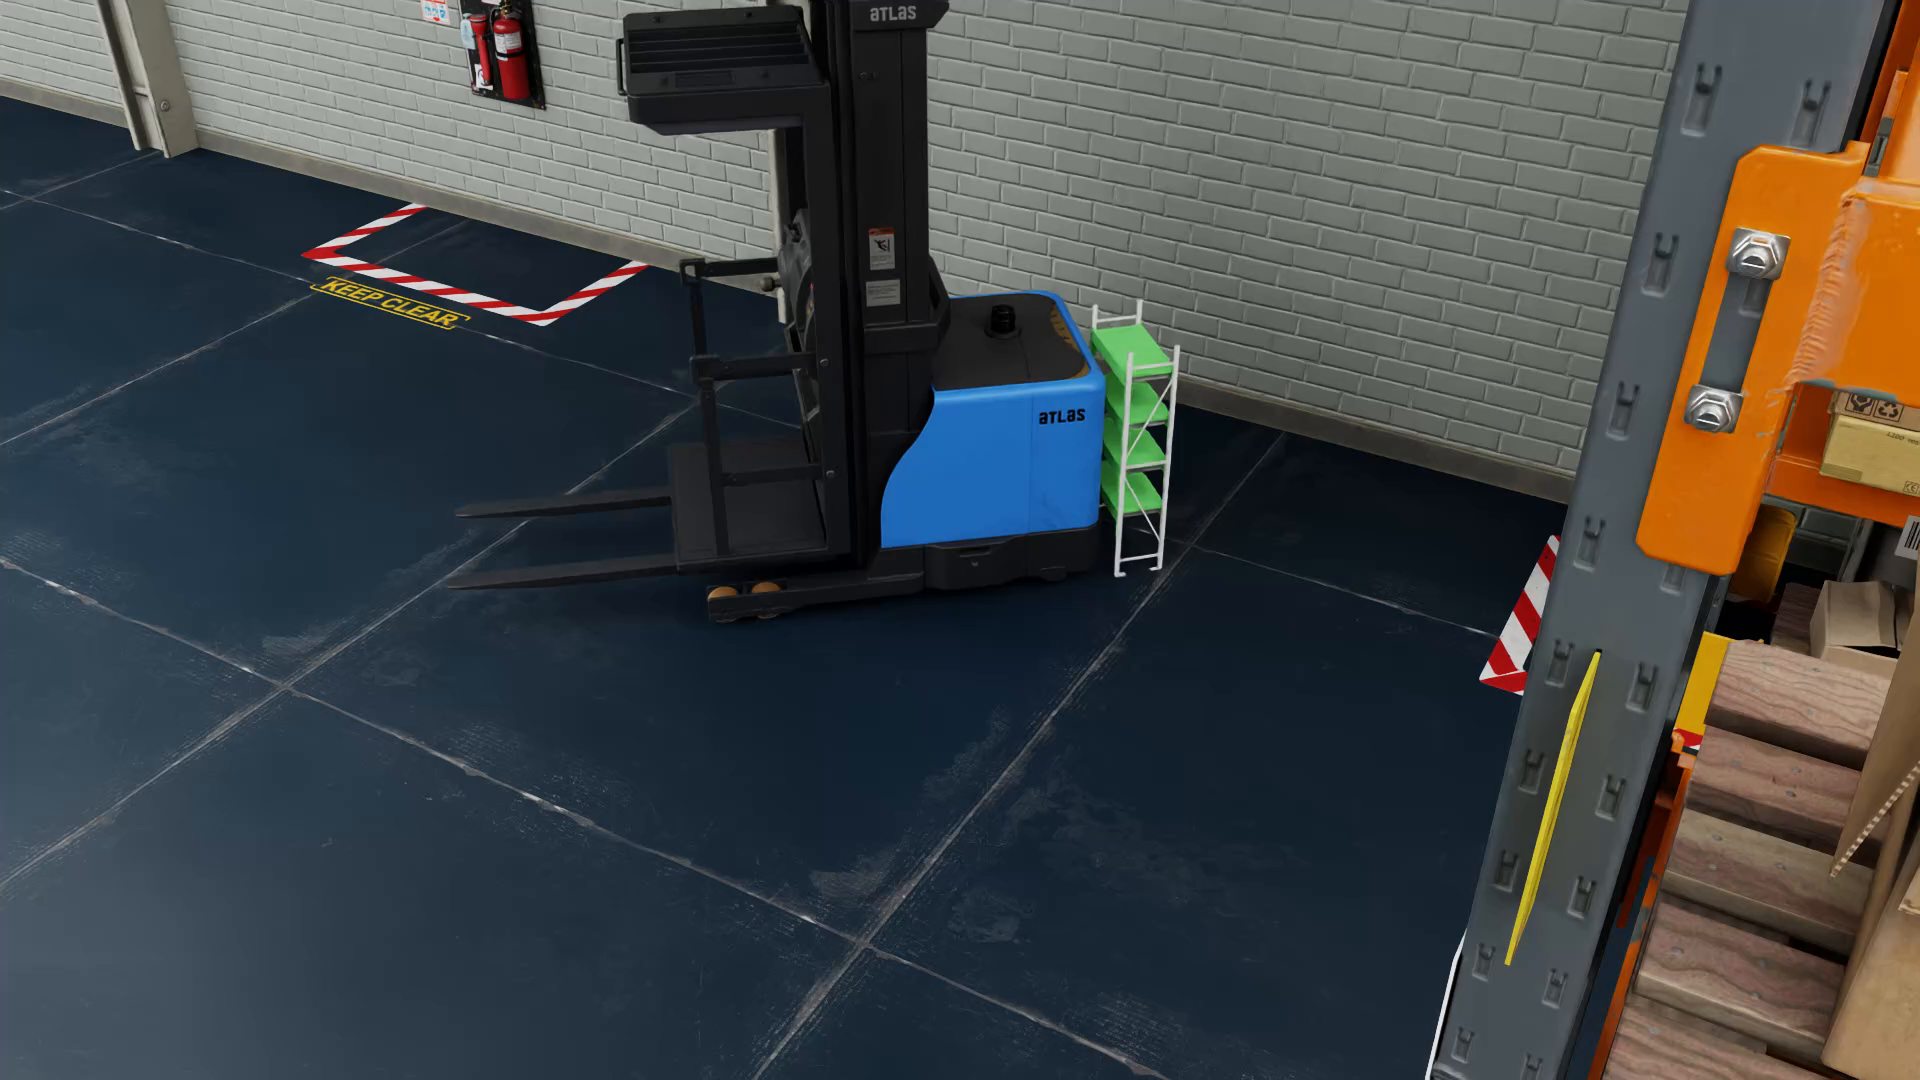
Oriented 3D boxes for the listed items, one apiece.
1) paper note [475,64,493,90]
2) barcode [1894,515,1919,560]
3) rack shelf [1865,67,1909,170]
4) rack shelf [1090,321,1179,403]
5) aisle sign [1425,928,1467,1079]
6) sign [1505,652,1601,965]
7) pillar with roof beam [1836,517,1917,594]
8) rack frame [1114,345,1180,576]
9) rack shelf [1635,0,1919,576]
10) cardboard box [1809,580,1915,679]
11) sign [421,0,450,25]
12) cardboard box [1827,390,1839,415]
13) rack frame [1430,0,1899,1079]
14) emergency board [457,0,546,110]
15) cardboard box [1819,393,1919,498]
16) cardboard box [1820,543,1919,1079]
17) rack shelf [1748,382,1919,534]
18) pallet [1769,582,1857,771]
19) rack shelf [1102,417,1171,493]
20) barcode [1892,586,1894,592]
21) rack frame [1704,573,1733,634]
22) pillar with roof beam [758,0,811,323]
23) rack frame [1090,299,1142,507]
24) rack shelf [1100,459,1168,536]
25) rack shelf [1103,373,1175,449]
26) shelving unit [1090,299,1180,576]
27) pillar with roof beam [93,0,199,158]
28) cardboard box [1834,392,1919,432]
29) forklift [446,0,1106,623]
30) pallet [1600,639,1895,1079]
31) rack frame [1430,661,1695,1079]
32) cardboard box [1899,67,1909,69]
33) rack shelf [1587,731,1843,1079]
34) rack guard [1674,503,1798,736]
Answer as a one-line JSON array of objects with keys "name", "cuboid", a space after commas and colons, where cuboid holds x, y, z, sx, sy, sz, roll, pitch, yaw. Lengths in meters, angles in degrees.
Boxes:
[{"name": "paper note", "cuboid": [-3.120, -3.031, 10.890, 0.142, 0.148, 0.016, 18, 37, 24]}, {"name": "barcode", "cuboid": [1.345, 0.002, 2.311, 0.075, 0.075, 0.001, 18, 37, 24]}, {"name": "rack shelf", "cuboid": [5.035, -1.143, 5.203, 4.000, 0.370, 1.077, 18, 37, 24]}, {"name": "rack shelf", "cuboid": [0.796, -0.823, 7.653, 0.258, 0.148, 0.480, -8, 35, -12]}, {"name": "aisle sign", "cuboid": [0.635, 0.688, 2.164, 0.004, 0.787, 0.394, 18, 37, 24]}, {"name": "sign", "cuboid": [0.563, 0.261, 1.585, 0.005, 0.325, 0.100, 18, 37, 24]}, {"name": "pillar with roof beam", "cuboid": [2.200, -1.393, 2.223, 0.400, 9.000, 9.100, 18, 37, 24]}, {"name": "rack frame", "cuboid": [0.858, -0.346, 7.687, 0.240, 1.200, 0.015, -8, 35, -12]}, {"name": "rack shelf", "cuboid": [2.580, 0.160, 0.901, 4.000, 0.370, 1.077, 18, 37, 24]}, {"name": "cardboard box", "cuboid": [3.855, 0.426, 6.933, 0.500, 0.311, 0.500, 13, 36, 19]}, {"name": "sign", "cuboid": [-3.429, -3.532, 10.816, 0.234, 0.329, 0.001, 18, 37, 24]}, {"name": "cardboard box", "cuboid": [3.801, -0.654, 6.644, 0.500, 0.250, 0.500, 18, 38, 25]}, {"name": "rack frame", "cuboid": [0.844, -0.856, 1.416, 0.127, 3.000, 1.000, 18, 37, 24]}, {"name": "emergency board", "cuboid": [-3.000, -3.316, 10.523, 0.643, 1.169, 0.194, 18, 37, 24]}, {"name": "cardboard box", "cuboid": [3.565, -0.403, 6.266, 0.500, 0.250, 0.500, 16, 37, 23]}, {"name": "cardboard box", "cuboid": [1.341, 0.277, 1.824, 0.637, 0.503, 0.797, 20, 39, 28]}, {"name": "rack shelf", "cuboid": [5.035, 0.106, 6.034, 4.000, 0.370, 1.077, 18, 37, 24]}, {"name": "pallet", "cuboid": [4.052, 0.678, 7.041, 1.213, 0.211, 1.003, 18, 37, 24]}, {"name": "rack shelf", "cuboid": [0.796, -0.423, 7.919, 0.258, 0.148, 0.480, -8, 35, -12]}, {"name": "barcode", "cuboid": [4.069, 0.235, 7.212, 0.075, 0.075, 0.001, 18, 37, 24]}, {"name": "rack frame", "cuboid": [3.299, -0.744, 6.661, 0.127, 3.000, 1.000, 18, 37, 24]}, {"name": "pillar with roof beam", "cuboid": [-3.010, -3.043, 4.701, 0.400, 9.000, 9.100, 18, 37, 24]}, {"name": "rack frame", "cuboid": [0.734, -0.607, 8.080, 0.240, 1.200, 0.015, -8, 35, -12]}, {"name": "rack shelf", "cuboid": [0.796, -0.224, 8.052, 0.258, 0.148, 0.480, -8, 35, -12]}, {"name": "rack shelf", "cuboid": [0.796, -0.623, 7.786, 0.258, 0.148, 0.480, -8, 35, -12]}, {"name": "shelving unit", "cuboid": [0.796, -0.477, 7.883, 0.258, 1.200, 0.503, -8, 35, -12]}, {"name": "pillar with roof beam", "cuboid": [-8.219, -4.693, 7.179, 0.400, 9.000, 9.100, 18, 37, 24]}, {"name": "cardboard box", "cuboid": [3.564, -0.726, 6.074, 0.500, 0.500, 0.500, 18, 38, 24]}, {"name": "forklift", "cuboid": [-0.899, -1.155, 7.341, 3.031, 2.935, 1.130, -6, 34, -9]}, {"name": "pallet", "cuboid": [1.445, 0.636, 1.962, 1.213, 0.211, 1.003, 18, 37, 24]}, {"name": "rack frame", "cuboid": [0.844, 1.641, 3.079, 0.127, 3.000, 1.000, 18, 37, 24]}, {"name": "cardboard box", "cuboid": [3.465, -1.830, 5.477, 0.500, 0.500, 0.500, 19, 38, 26]}, {"name": "rack shelf", "cuboid": [2.580, 1.242, 1.621, 4.000, 0.370, 1.077, 18, 37, 24]}, {"name": "rack guard", "cuboid": [3.365, 0.318, 7.322, 0.348, 0.500, 1.175, 18, 37, 24]}]
